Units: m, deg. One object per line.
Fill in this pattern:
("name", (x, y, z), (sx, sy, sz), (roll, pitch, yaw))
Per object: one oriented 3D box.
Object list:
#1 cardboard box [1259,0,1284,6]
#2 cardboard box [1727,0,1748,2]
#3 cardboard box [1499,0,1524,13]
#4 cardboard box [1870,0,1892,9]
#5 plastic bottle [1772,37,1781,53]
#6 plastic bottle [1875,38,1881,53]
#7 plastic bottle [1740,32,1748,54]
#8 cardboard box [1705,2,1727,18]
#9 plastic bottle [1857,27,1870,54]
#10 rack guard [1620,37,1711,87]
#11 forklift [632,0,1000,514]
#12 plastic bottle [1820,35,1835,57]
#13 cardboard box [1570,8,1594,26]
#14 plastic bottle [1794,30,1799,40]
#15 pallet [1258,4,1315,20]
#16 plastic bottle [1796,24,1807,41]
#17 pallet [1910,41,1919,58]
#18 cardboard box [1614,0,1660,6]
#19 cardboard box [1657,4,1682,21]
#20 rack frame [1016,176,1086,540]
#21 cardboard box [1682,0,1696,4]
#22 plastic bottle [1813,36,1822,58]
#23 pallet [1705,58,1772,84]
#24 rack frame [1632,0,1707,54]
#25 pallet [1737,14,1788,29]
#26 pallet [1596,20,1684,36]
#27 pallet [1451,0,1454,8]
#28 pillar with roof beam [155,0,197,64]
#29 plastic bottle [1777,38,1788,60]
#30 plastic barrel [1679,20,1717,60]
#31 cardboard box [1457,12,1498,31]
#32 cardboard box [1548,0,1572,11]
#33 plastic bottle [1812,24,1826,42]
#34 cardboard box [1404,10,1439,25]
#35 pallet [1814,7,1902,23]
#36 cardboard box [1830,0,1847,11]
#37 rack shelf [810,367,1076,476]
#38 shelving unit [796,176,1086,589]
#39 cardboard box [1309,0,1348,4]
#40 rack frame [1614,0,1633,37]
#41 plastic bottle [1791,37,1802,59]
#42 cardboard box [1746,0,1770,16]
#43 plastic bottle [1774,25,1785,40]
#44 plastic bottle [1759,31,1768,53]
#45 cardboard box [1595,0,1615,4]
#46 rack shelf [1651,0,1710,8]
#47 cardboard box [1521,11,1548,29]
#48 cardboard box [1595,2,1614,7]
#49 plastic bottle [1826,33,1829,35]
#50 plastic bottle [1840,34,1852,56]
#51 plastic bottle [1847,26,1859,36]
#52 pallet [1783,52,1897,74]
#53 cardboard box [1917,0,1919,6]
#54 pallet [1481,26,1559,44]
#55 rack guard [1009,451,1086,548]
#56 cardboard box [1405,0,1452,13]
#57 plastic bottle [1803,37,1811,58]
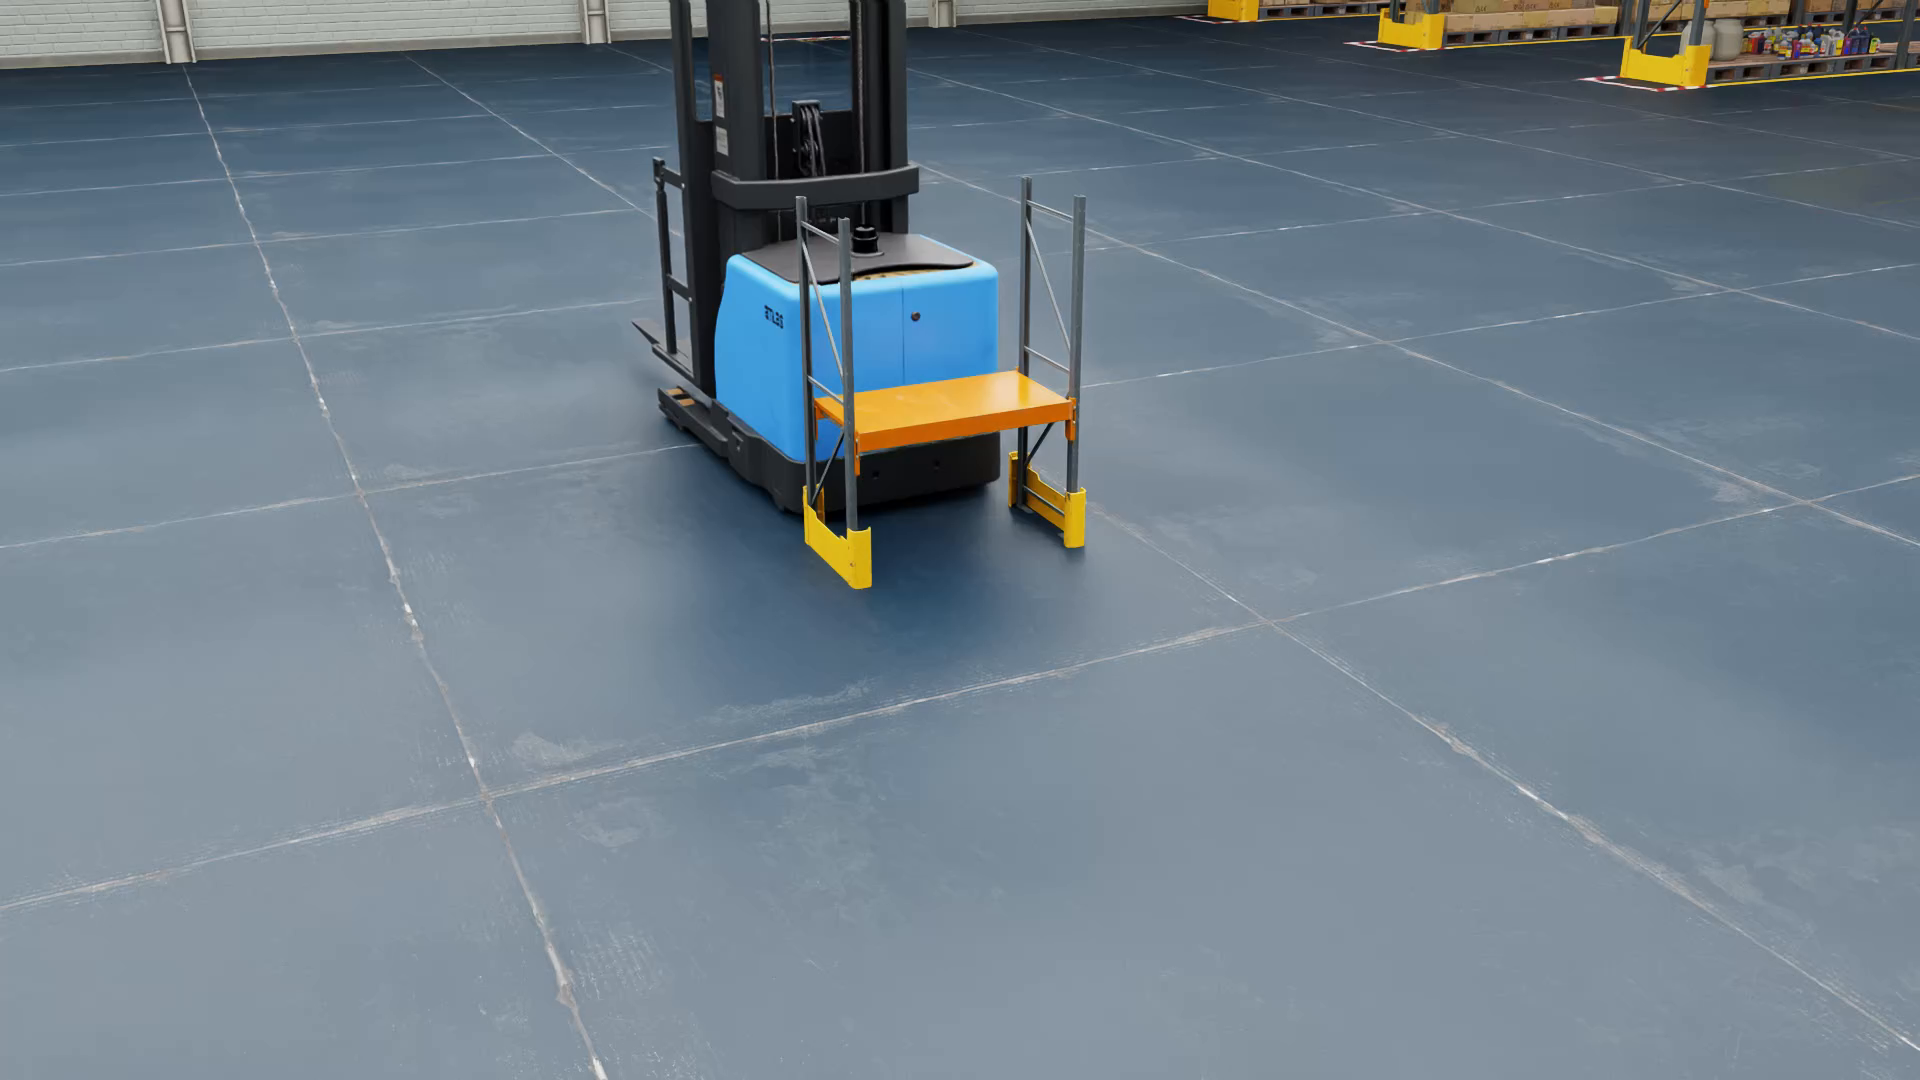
("cardboard box", (5.505, -9.830, 30.015), (0.500, 0.311, 0.500), (-14, 26, -30))
("cardboard box", (12.916, -9.245, 27.975), (0.500, 0.311, 0.500), (-11, 25, -24))
("cardboard box", (8.468, -8.532, 26.004), (0.500, 0.500, 0.500), (-10, 25, -24))
("cardboard box", (16.128, -9.689, 29.428), (0.500, 0.500, 0.500), (-11, 25, -25))
("plastic bottle", (11.207, -6.787, 22.807), (0.097, 0.201, 0.097), (0, 22, 0))
("plastic bottle", (12.551, -6.777, 22.783), (0.097, 0.201, 0.097), (0, 22, 0))
("plastic bottle", (10.701, -6.800, 22.732), (0.133, 0.283, 0.061), (-10, 24, -22))
("cardboard box", (12.455, -8.902, 27.880), (0.500, 0.250, 0.500), (-10, 24, -23))
("plastic bottle", (12.288, -6.807, 22.661), (0.185, 0.351, 0.144), (-11, 25, -25))
("rack guard", (9.187, -6.244, 21.682), (0.348, 0.500, 1.175), (-10, 25, -24))
("forklift", (-0.938, -1.992, 8.231), (1.130, 2.935, 3.031), (-11, 25, -25))
("plastic bottle", (11.676, -6.662, 22.408), (0.135, 0.276, 0.152), (-10, 24, -23))
("cardboard box", (9.820, -8.434, 26.748), (0.500, 0.250, 0.500), (-10, 25, -24))
("plastic bottle", (11.550, -6.917, 23.031), (0.097, 0.271, 0.097), (0, 22, 0))
("pallet", (5.658, -9.632, 30.242), (1.213, 0.211, 1.003), (-10, 25, -24))
("plastic bottle", (11.666, -6.991, 23.106), (0.185, 0.351, 0.144), (-12, 25, -26))
("pallet", (14.535, -7.093, 24.110), (1.213, 0.211, 1.003), (-10, 25, -24))
("cardboard box", (11.079, -8.907, 27.159), (0.500, 0.311, 0.500), (-10, 25, -23))
("cardboard box", (11.530, -8.731, 27.467), (0.500, 0.250, 0.500), (-10, 24, -22))
("rack frame", (0.381, -0.763, 7.133), (0.032, 1.500, 0.500), (-10, 25, -24))
("cardboard box", (11.998, -9.075, 27.564), (0.500, 0.311, 0.500), (-11, 25, -25))
("plastic bottle", (11.489, -6.614, 22.297), (0.097, 0.271, 0.097), (0, 22, 0))
("pallet", (9.921, -6.244, 22.058), (1.213, 0.211, 1.003), (-10, 25, -24))
("rack frame", (9.139, -7.371, 21.134), (0.127, 3.000, 1.000), (-10, 25, -24))
("pallet", (13.444, -8.994, 28.701), (1.213, 0.211, 1.003), (-10, 25, -24))
("pallet", (11.245, -8.589, 27.723), (1.213, 0.211, 1.003), (-10, 25, -24))
("pallet", (9.147, -10.290, 31.832), (1.213, 0.211, 1.003), (-10, 25, -24))
("pillar with roof beam", (-9.254, -9.502, 18.438), (0.400, 9.000, 9.100), (-10, 25, -24))
("plastic bottle", (10.908, -6.507, 22.039), (0.097, 0.271, 0.097), (0, 22, 0))
("plastic barrel", (9.699, -6.551, 21.857), (0.421, 0.512, 0.421), (0, 22, 0))
("cardboard box", (8.023, -8.098, 25.938), (0.500, 0.250, 0.500), (-10, 25, -24))
("cardboard box", (9.371, -8.696, 26.403), (0.500, 0.500, 0.500), (-10, 25, -24))
("plastic bottle", (11.898, -6.973, 23.061), (0.185, 0.351, 0.144), (-10, 25, -24))
("cardboard box", (7.349, -8.193, 26.166), (0.500, 0.250, 0.500), (-10, 25, -24))
("pallet", (15.989, -9.429, 29.752), (1.213, 0.211, 1.003), (-10, 25, -24))
("cardboard box", (15.206, -9.519, 29.018), (0.500, 0.500, 0.500), (-11, 25, -26))
("rack shelf", (-0.077, -0.513, 6.998), (1.000, 0.185, 0.538), (-10, 25, -24))
("shelving unit", (-0.069, -0.680, 6.933), (1.083, 1.500, 0.587), (-10, 25, -24))
("cardboard box", (6.701, -10.116, 30.459), (0.500, 0.500, 0.700), (-12, 25, -27))
("rack frame", (10.598, -9.742, 26.862), (0.127, 3.000, 1.000), (-10, 25, -24))
("plastic bottle", (11.120, -6.543, 22.112), (0.133, 0.283, 0.061), (-10, 25, -23))
("cardboard box", (13.371, -9.071, 28.287), (0.500, 0.250, 0.500), (-11, 25, -24))
("plastic bottle", (11.283, -6.921, 22.935), (0.185, 0.351, 0.144), (-11, 25, -24))
("plastic bottle", (10.968, -6.827, 22.806), (0.135, 0.276, 0.152), (-11, 25, -25))
("cardboard box", (10.839, -9.090, 27.602), (0.500, 0.311, 0.500), (-10, 25, -24))
("rack shelf", (10.941, -7.370, 22.073), (4.000, 0.370, 1.077), (-10, 25, -24))
("cardboard box", (8.926, -8.262, 26.334), (0.500, 0.250, 0.500), (-10, 25, -24))
("cardboard box", (10.846, -8.834, 27.715), (0.500, 0.250, 0.500), (-11, 25, -24))
("plastic bottle", (11.756, -6.722, 22.543), (0.133, 0.283, 0.061), (-10, 25, -24))
("plastic bottle", (11.986, -6.703, 22.497), (0.133, 0.283, 0.061), (-9, 24, -20))
("plastic bottle", (12.225, -6.857, 22.781), (0.185, 0.351, 0.144), (-10, 25, -24))
("pallet", (12.120, -6.649, 23.036), (1.213, 0.211, 1.003), (-10, 25, -24))
("cardboard box", (17.037, -9.857, 29.835), (0.500, 0.500, 0.500), (-10, 25, -23))
("pallet", (8.763, -8.132, 26.619), (1.213, 0.211, 1.003), (-10, 25, -24))
("rack guard", (0.380, -0.185, 7.371), (0.087, 0.250, 0.587), (-10, 25, -24))
("cardboard box", (7.348, -8.540, 26.024), (0.500, 0.500, 0.500), (-10, 25, -24))
("plastic bottle", (11.307, -6.580, 22.216), (0.097, 0.271, 0.097), (0, 22, 0))
